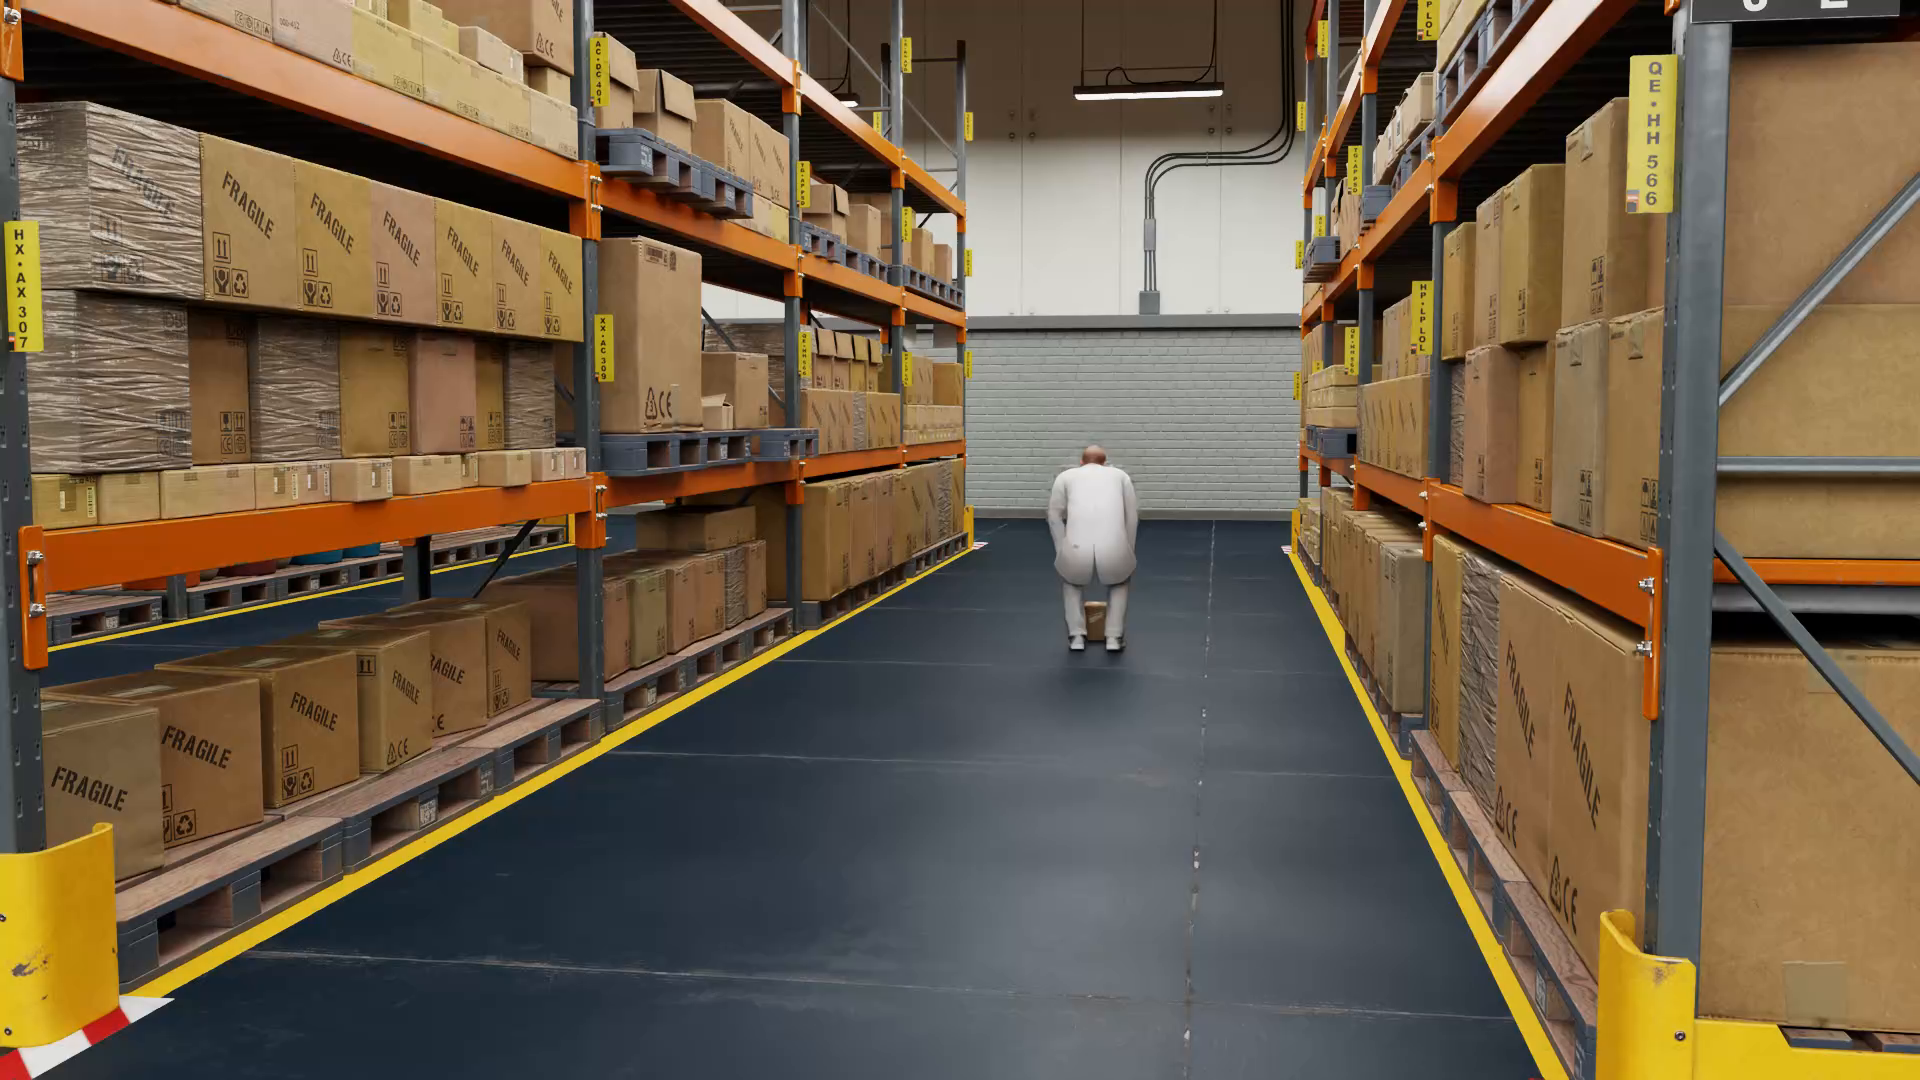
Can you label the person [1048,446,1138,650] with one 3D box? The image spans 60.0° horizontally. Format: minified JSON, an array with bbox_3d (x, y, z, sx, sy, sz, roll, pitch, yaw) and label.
[{"bbox_3d":[0.911,0.051,11.476,0.630,1.393,0.737,1,4,9],"label":"person"}]
